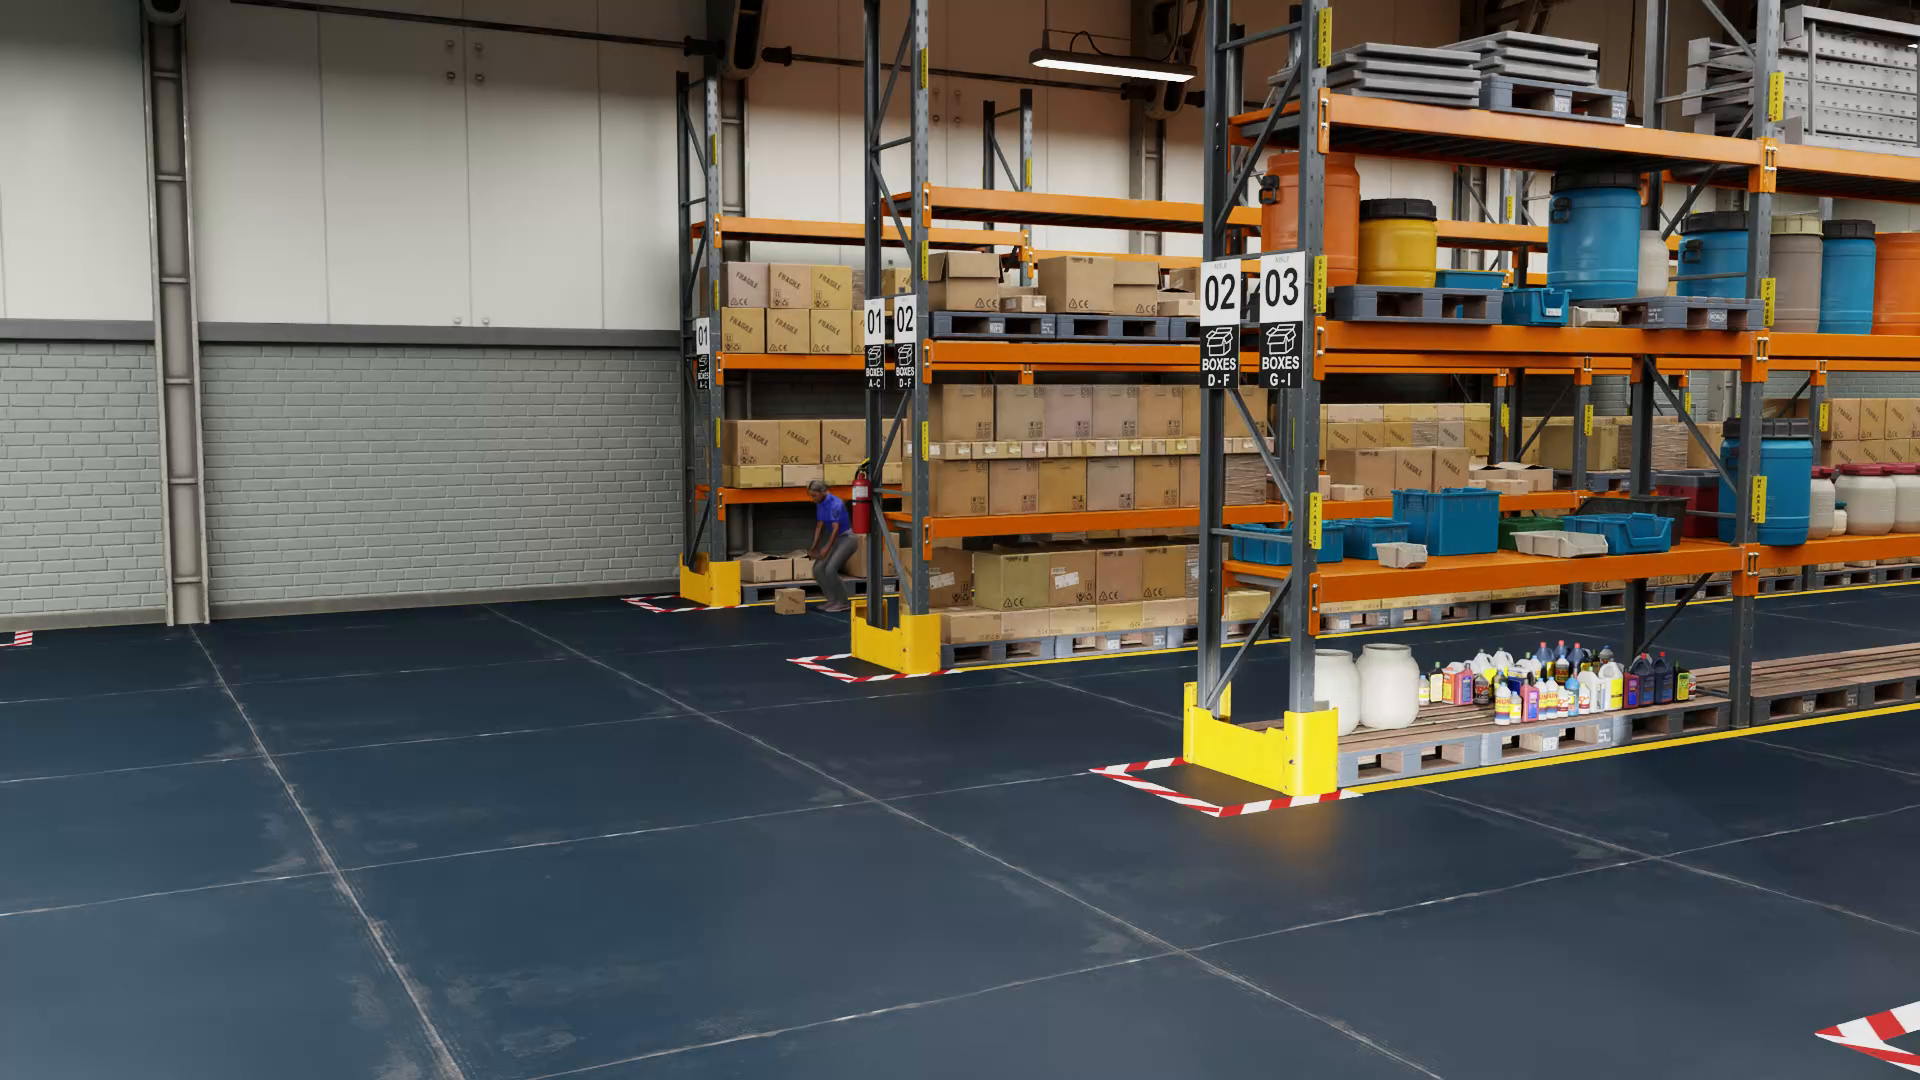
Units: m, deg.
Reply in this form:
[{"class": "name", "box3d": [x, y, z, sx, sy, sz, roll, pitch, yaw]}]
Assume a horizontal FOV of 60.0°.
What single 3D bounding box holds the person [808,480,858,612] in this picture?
[{"class": "person", "box3d": [-1.383, 0.061, 18.134, 0.576, 1.441, 0.492, -3, 6, -28]}]
